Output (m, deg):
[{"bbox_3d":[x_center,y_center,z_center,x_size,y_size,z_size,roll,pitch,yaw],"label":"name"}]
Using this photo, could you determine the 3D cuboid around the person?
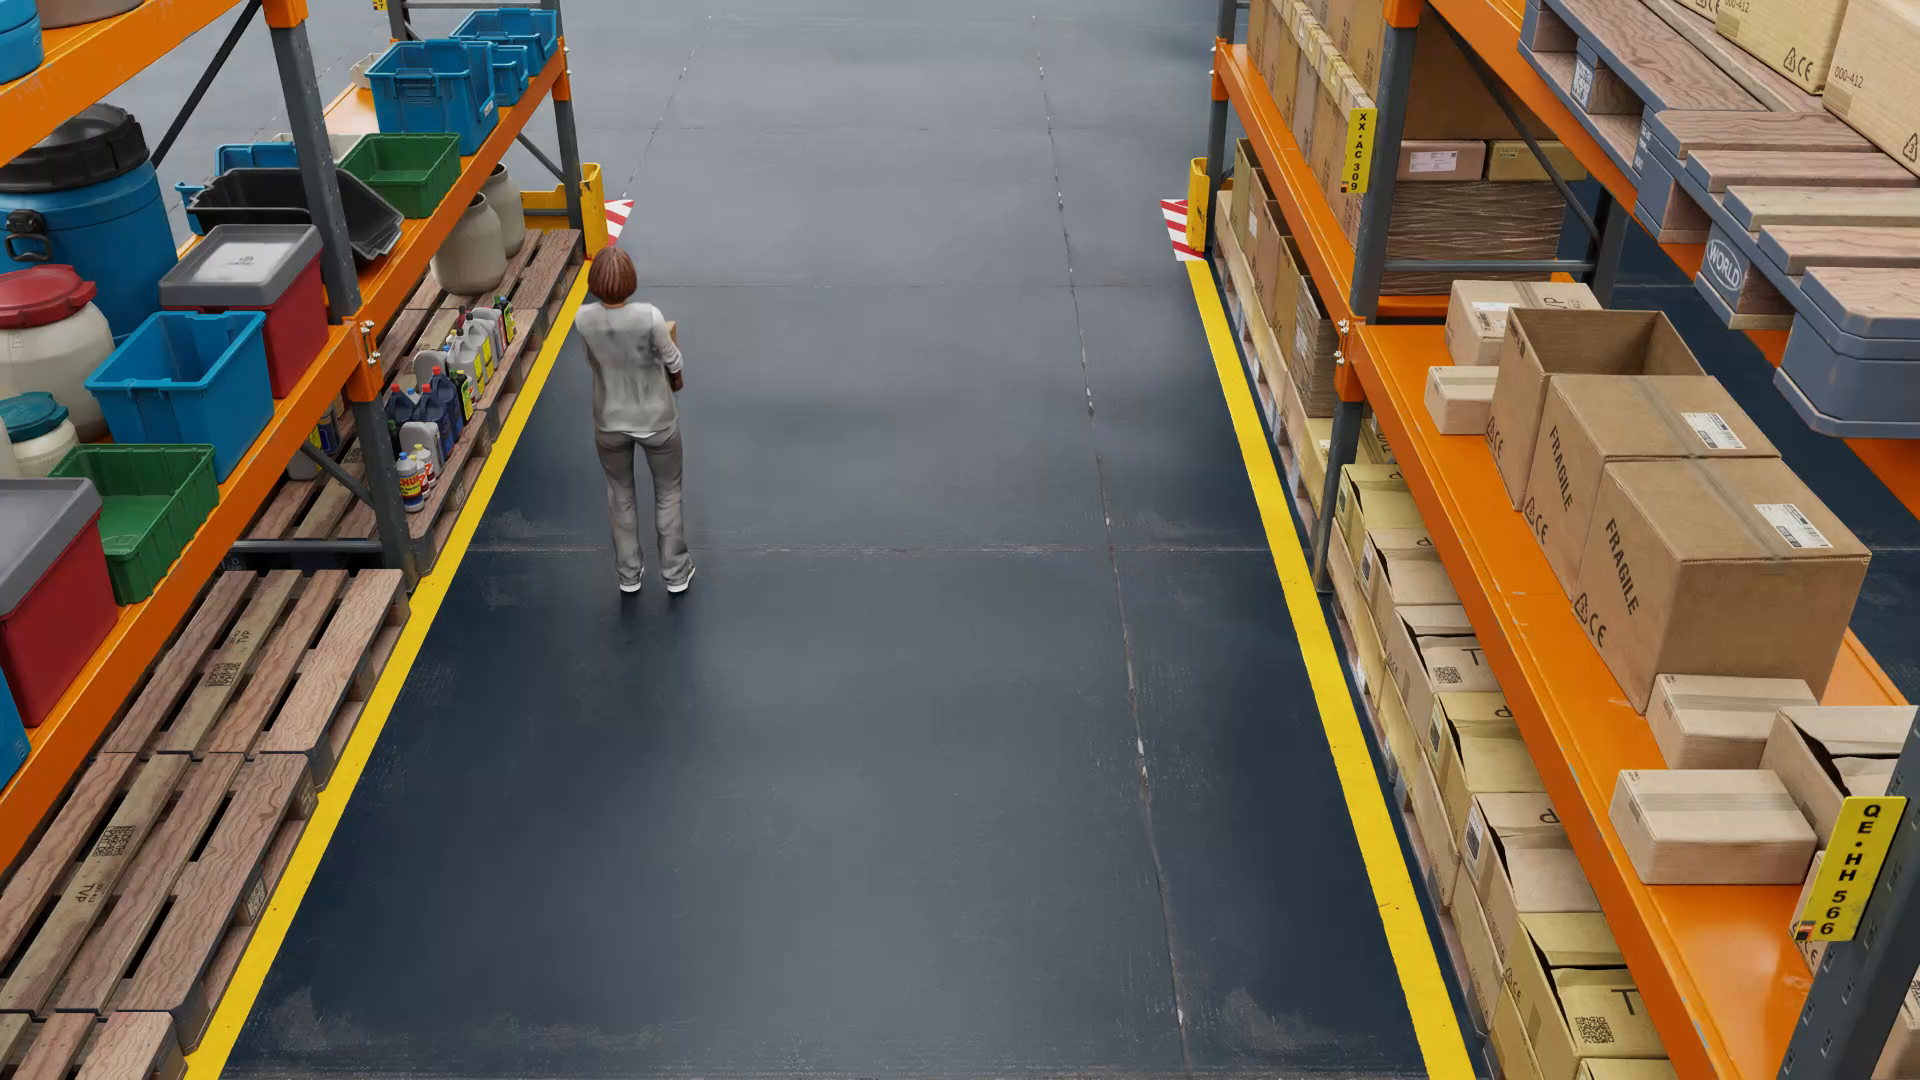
[{"bbox_3d":[-1.349,-0.533,7.005,0.404,1.594,0.494,0,32,1],"label":"person"}]
